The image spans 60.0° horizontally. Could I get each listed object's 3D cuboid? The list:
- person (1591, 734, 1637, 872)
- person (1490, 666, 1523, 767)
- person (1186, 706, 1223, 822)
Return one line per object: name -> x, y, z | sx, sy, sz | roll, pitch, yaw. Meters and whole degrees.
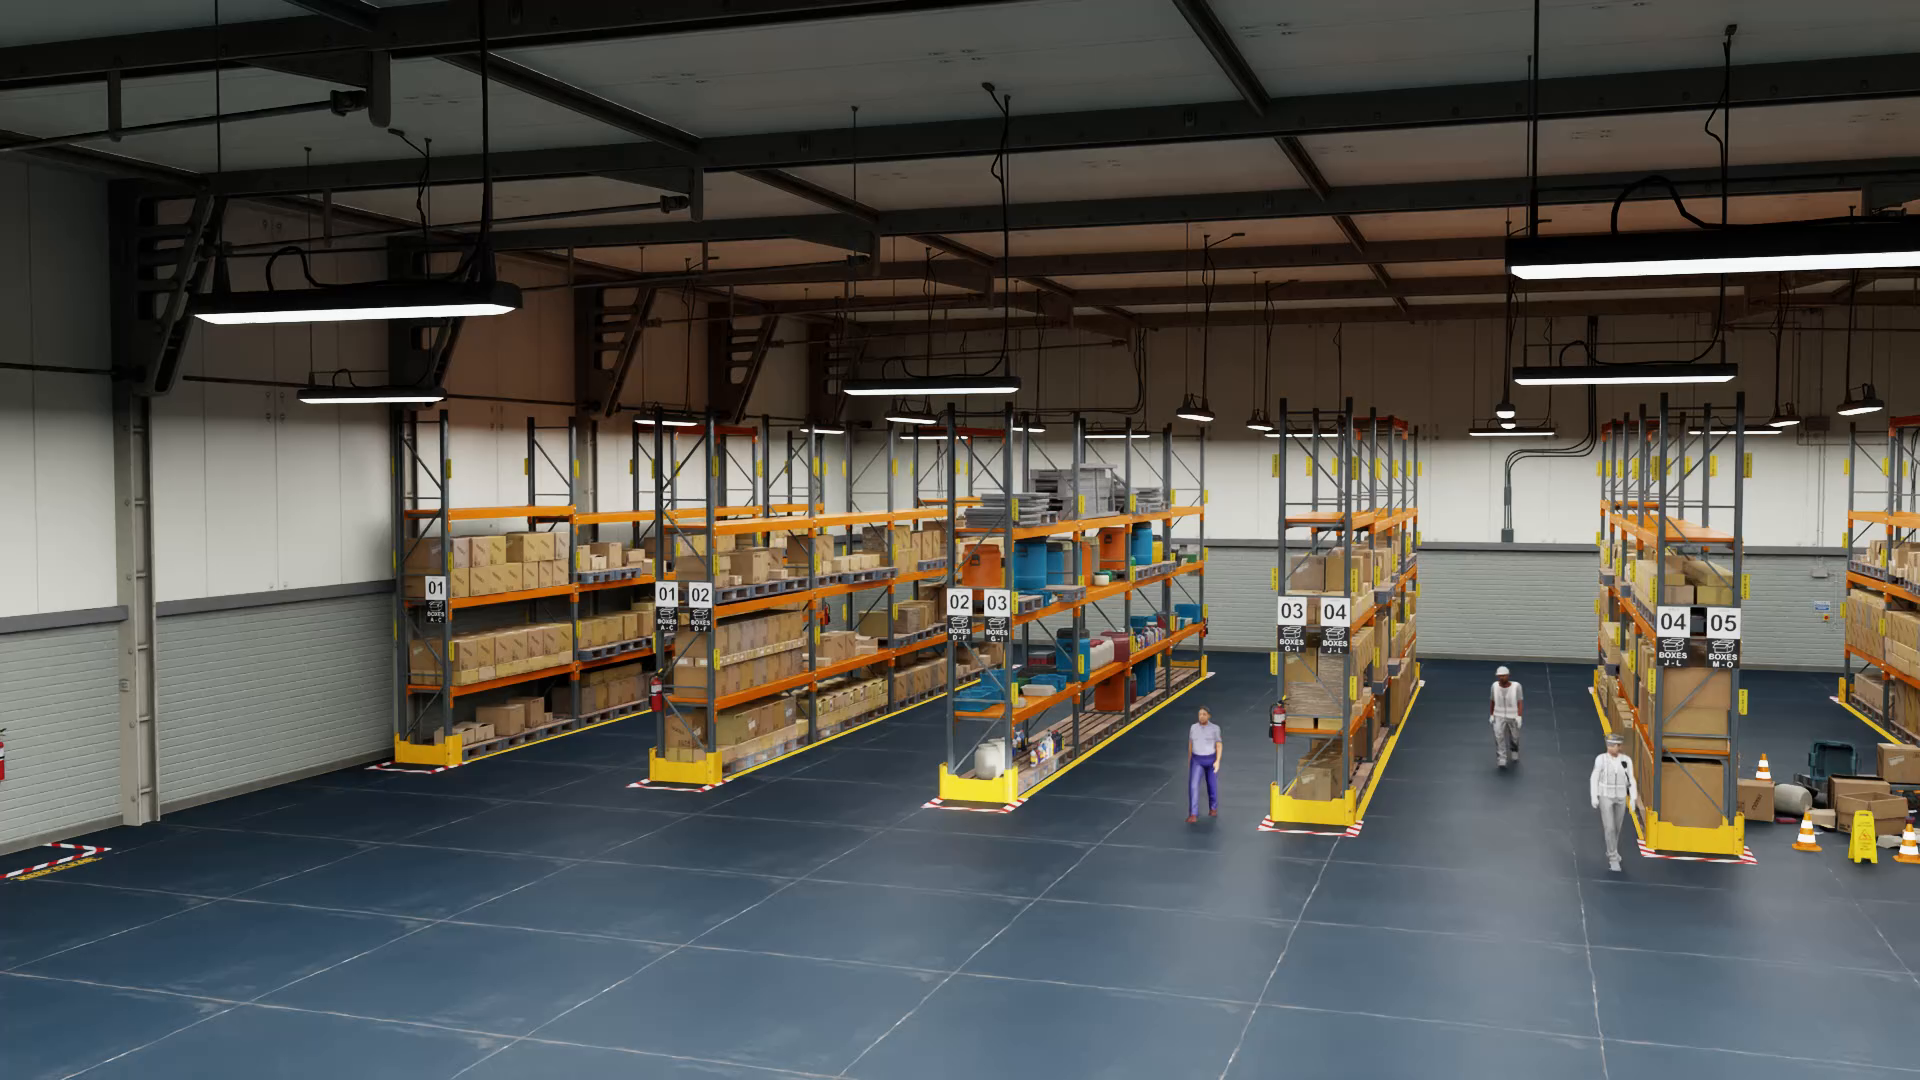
person -> 8.244, 3.291, 20.961 | 0.514, 1.716, 0.715 | 0, 2, 5
person -> 9.216, 2.965, 28.074 | 0.554, 1.673, 1.055 | 1, 3, 24
person -> 3.463, 3.167, 23.574 | 0.502, 1.605, 0.899 | 1, 3, 20
